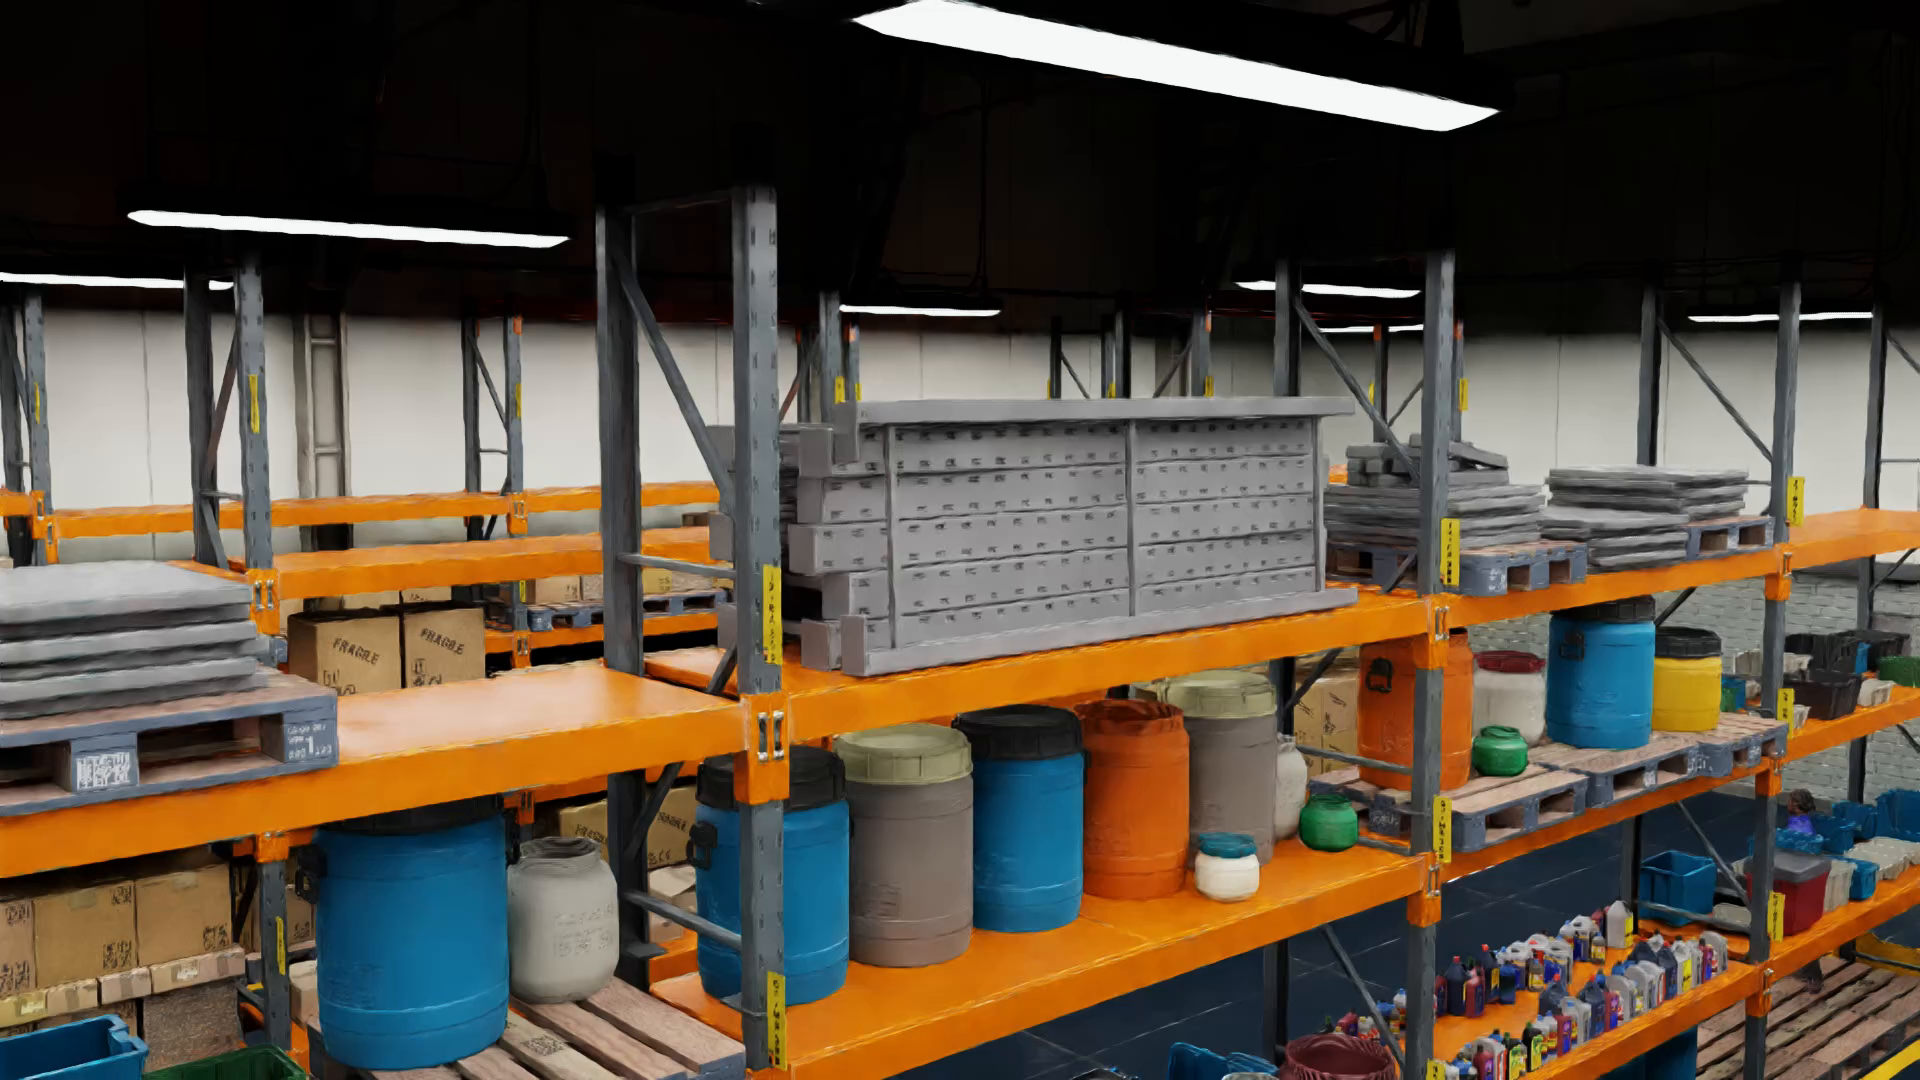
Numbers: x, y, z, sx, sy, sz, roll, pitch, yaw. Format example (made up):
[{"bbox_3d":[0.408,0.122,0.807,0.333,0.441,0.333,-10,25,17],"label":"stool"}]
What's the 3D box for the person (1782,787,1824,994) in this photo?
[{"bbox_3d":[6.959,2.879,13.748,0.385,1.620,0.568,3,6,25],"label":"person"}]
